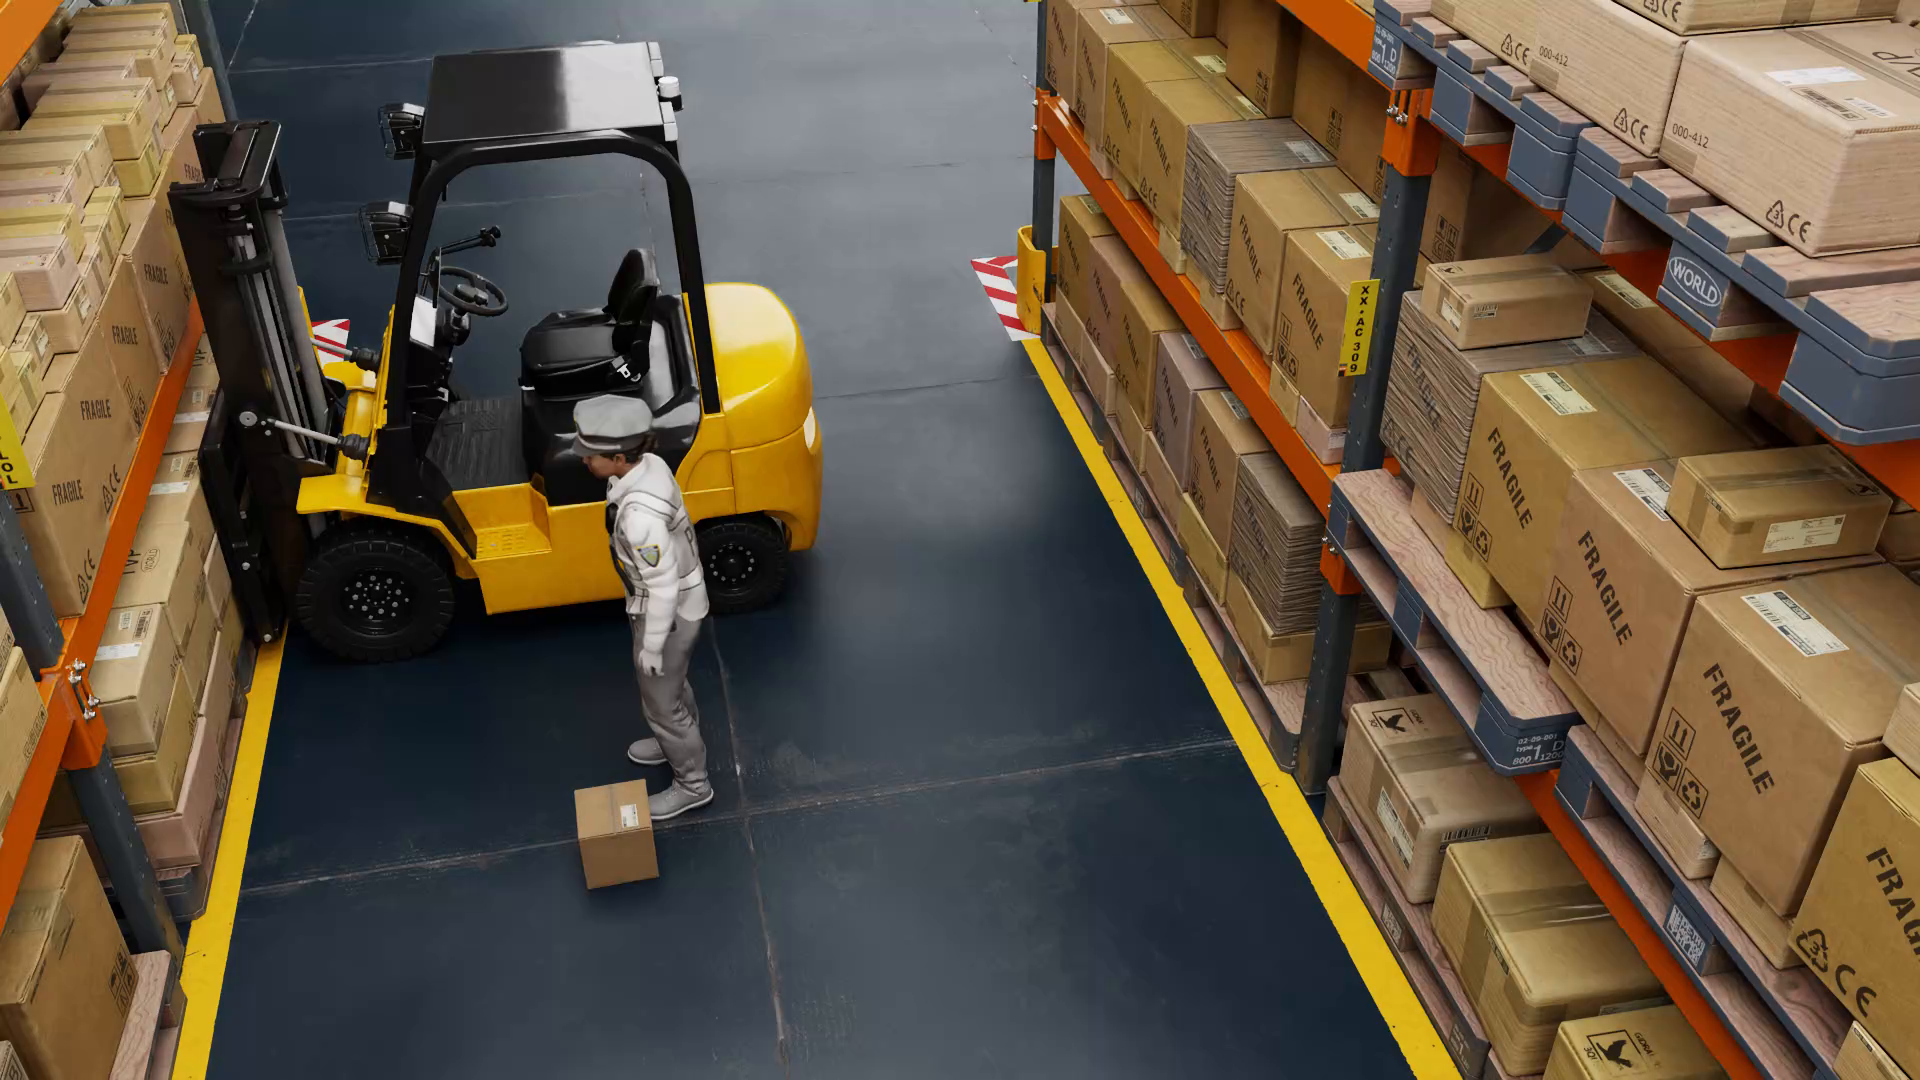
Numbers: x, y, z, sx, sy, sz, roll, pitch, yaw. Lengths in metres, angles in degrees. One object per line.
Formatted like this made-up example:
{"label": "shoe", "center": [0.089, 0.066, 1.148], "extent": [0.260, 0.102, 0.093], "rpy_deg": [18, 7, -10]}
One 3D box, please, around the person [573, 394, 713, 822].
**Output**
{"label": "person", "center": [-1.064, 0.245, 5.785], "extent": [0.377, 1.663, 0.531], "rpy_deg": [-8, 35, -11]}
